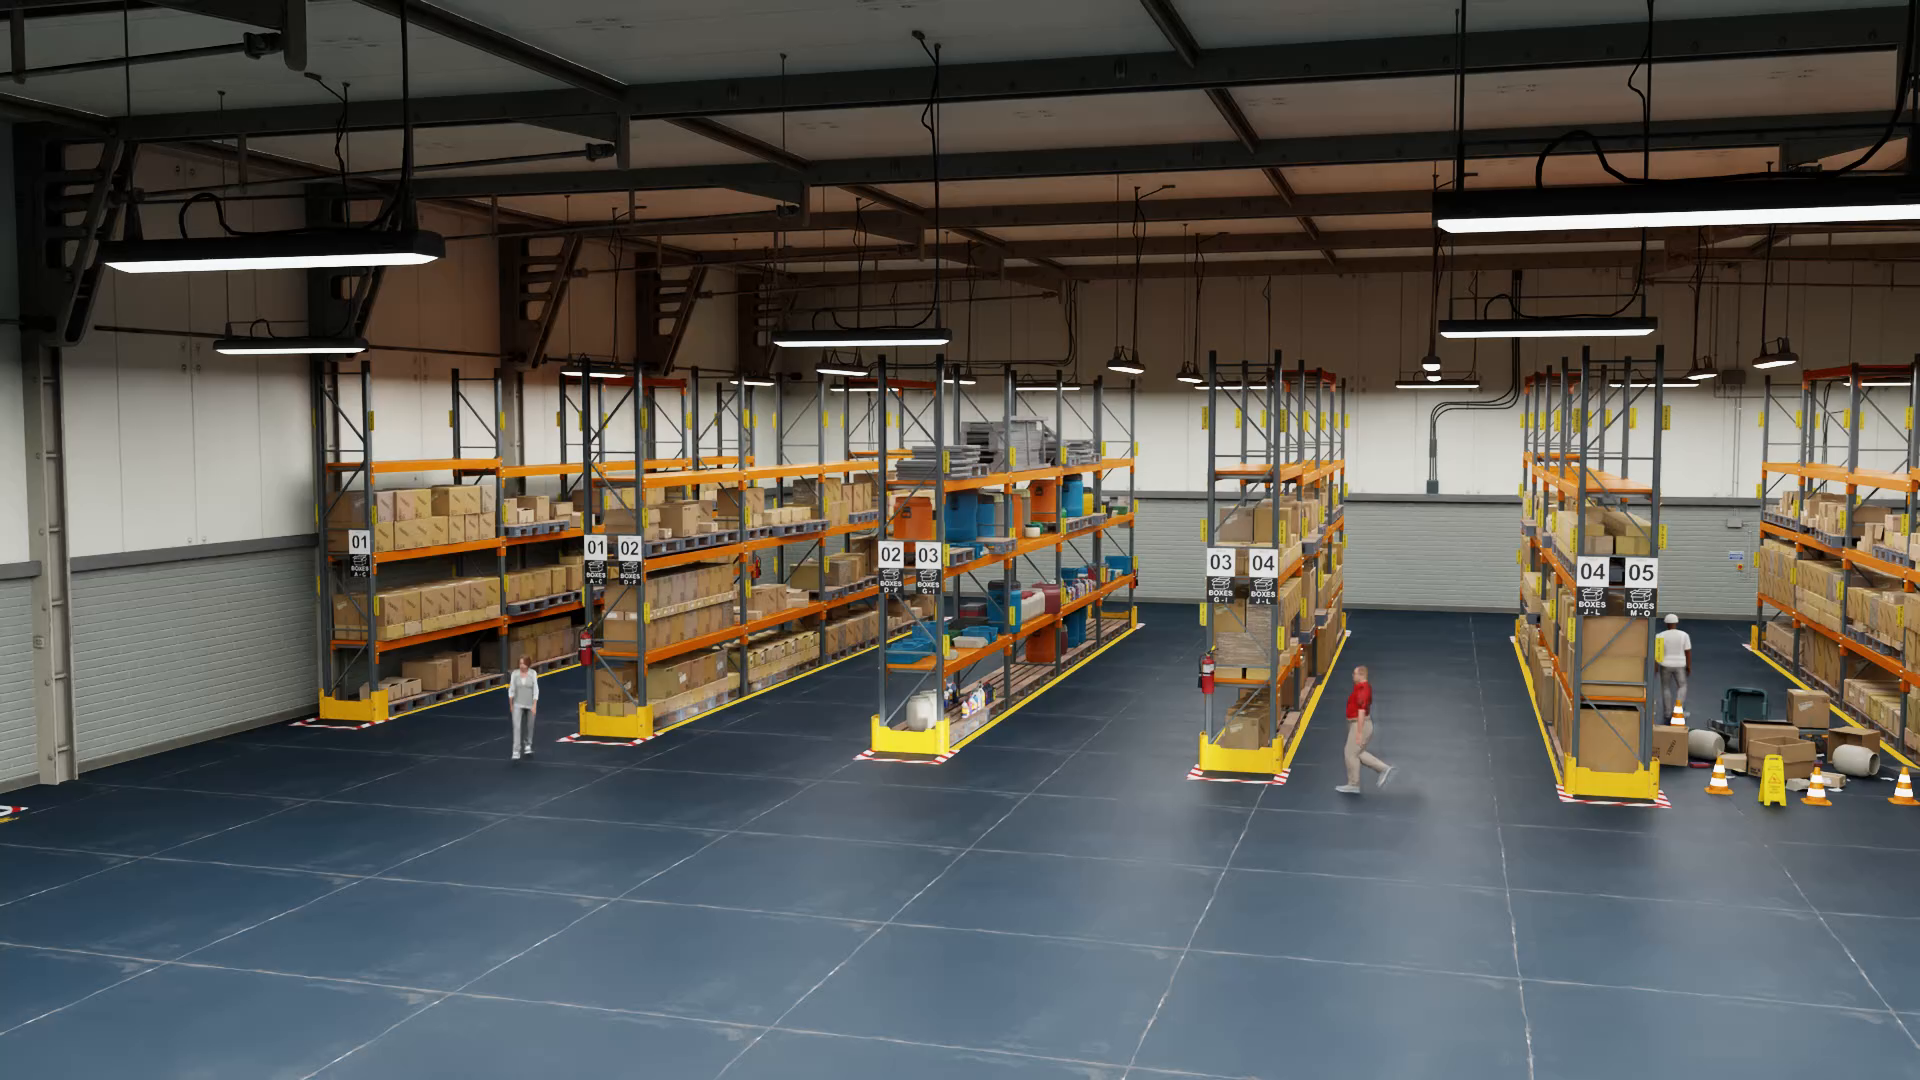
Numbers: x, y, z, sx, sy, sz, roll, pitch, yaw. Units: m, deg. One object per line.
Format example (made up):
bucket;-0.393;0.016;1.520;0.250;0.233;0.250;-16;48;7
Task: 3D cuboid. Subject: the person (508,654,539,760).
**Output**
person;-6.441;2.455;24.553;0.436;1.536;1.003;-1;4;-18

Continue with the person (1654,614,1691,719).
person;11.991;2.106;27.996;0.594;1.720;0.525;1;4;15

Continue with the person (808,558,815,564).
person;-3.590;1.297;39.923;0.566;1.723;0.498;4;6;45

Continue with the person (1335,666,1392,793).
person;5.433;2.535;22.337;0.730;1.703;0.545;1;4;14
